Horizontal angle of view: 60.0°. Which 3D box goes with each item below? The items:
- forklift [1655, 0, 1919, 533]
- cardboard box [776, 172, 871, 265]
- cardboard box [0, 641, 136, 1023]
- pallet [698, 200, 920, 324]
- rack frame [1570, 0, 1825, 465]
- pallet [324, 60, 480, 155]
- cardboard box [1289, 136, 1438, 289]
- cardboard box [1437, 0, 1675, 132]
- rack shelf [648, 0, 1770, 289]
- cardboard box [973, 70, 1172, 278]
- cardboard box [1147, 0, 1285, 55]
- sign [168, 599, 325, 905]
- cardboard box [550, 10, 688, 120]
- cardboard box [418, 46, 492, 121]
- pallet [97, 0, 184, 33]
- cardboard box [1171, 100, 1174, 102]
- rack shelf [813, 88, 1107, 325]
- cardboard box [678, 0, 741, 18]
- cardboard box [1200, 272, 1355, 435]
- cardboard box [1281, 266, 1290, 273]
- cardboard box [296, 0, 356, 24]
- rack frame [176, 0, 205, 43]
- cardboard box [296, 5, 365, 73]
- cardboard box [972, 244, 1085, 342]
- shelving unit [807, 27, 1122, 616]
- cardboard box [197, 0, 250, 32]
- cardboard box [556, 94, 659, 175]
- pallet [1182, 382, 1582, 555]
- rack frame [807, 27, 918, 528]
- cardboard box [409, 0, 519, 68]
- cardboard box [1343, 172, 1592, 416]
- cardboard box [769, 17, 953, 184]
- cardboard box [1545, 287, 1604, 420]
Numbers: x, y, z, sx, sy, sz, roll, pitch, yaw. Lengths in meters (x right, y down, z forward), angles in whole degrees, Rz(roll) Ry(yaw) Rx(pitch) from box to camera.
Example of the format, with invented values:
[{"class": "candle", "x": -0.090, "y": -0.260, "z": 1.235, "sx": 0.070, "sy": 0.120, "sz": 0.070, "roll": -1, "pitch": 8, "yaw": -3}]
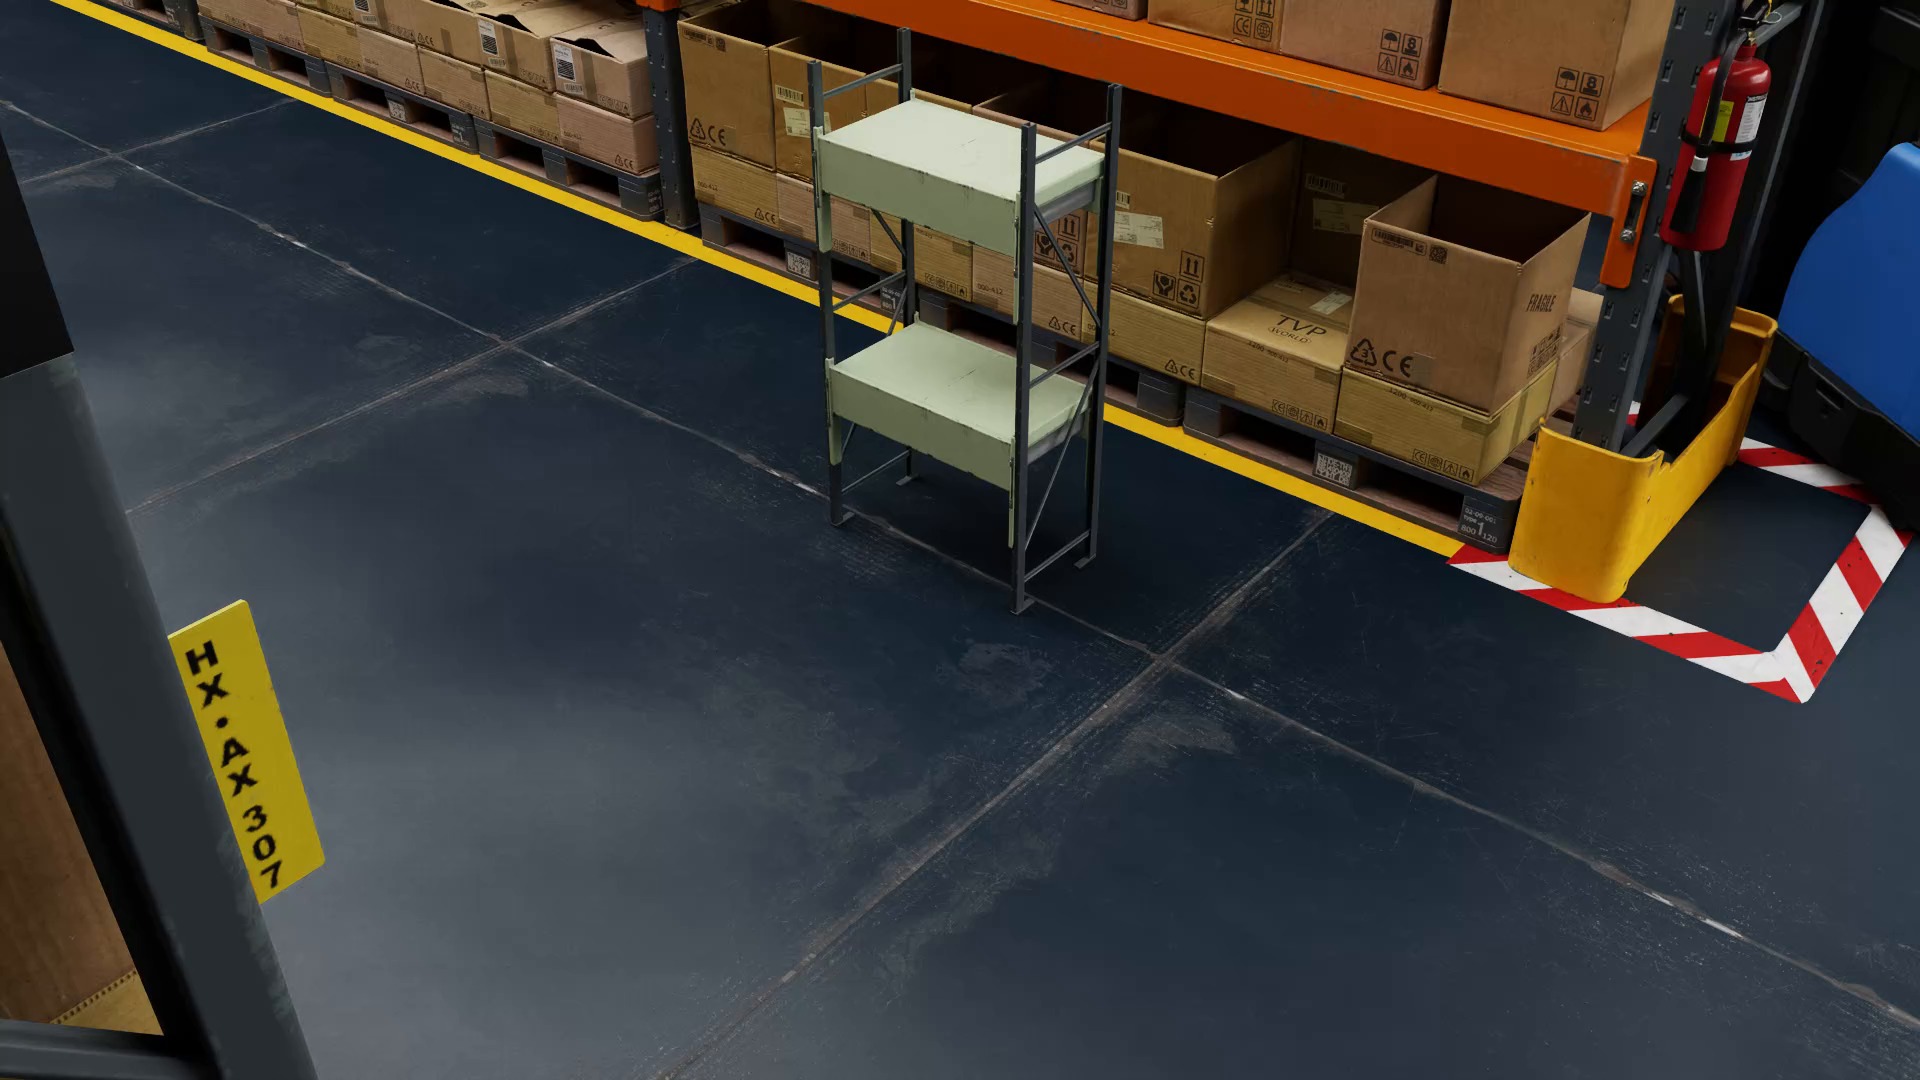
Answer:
[{"class": "forklift", "x": 3.270, "y": -1.997, "z": 5.569, "sx": 1.130, "sy": 2.935, "sz": 3.031, "roll": -5, "pitch": 35, "yaw": -8}, {"class": "cardboard box", "x": -0.376, "y": -1.361, "z": 6.640, "sx": 0.500, "sy": 0.250, "sz": 0.500, "roll": 25, "pitch": 42, "yaw": 32}, {"class": "cardboard box", "x": -1.186, "y": 0.242, "z": 1.701, "sx": 0.500, "sy": 0.500, "sz": 0.500, "roll": 25, "pitch": 42, "yaw": 32}, {"class": "pallet", "x": -0.335, "y": -1.349, "z": 7.027, "sx": 1.213, "sy": 0.211, "sz": 1.003, "roll": 25, "pitch": 42, "yaw": 32}, {"class": "rack frame", "x": 2.155, "y": -1.356, "z": 4.574, "sx": 0.127, "sy": 3.000, "sz": 1.000, "roll": 25, "pitch": 42, "yaw": 32}, {"class": "pallet", "x": -2.452, "y": -2.347, "z": 8.481, "sx": 1.213, "sy": 0.211, "sz": 1.003, "roll": 25, "pitch": 42, "yaw": 32}, {"class": "cardboard box", "x": 1.499, "y": -1.176, "z": 5.708, "sx": 0.500, "sy": 0.500, "sz": 0.500, "roll": 25, "pitch": 42, "yaw": 32}, {"class": "cardboard box", "x": 1.804, "y": -1.572, "z": 4.800, "sx": 0.500, "sy": 0.500, "sz": 0.700, "roll": 25, "pitch": 42, "yaw": 32}, {"class": "rack shelf", "x": 0.618, "y": -1.784, "z": 5.833, "sx": 4.000, "sy": 0.370, "sz": 1.077, "roll": 25, "pitch": 42, "yaw": 32}, {"class": "cardboard box", "x": 0.391, "y": -1.307, "z": 5.899, "sx": 0.500, "sy": 0.500, "sz": 0.500, "roll": 25, "pitch": 42, "yaw": 32}, {"class": "cardboard box", "x": 1.020, "y": -1.942, "z": 5.340, "sx": 0.500, "sy": 0.500, "sz": 0.700, "roll": 26, "pitch": 42, "yaw": 32}, {"class": "sign", "x": -0.665, "y": 0.208, "z": 1.533, "sx": 0.005, "sy": 0.325, "sz": 0.100, "roll": 25, "pitch": 42, "yaw": 32}, {"class": "cardboard box", "x": -1.414, "y": -2.097, "z": 7.217, "sx": 0.500, "sy": 0.311, "sz": 0.500, "roll": 25, "pitch": 42, "yaw": 32}, {"class": "cardboard box", "x": -2.205, "y": -2.237, "z": 7.916, "sx": 0.500, "sy": 0.250, "sz": 0.500, "roll": 26, "pitch": 42, "yaw": 33}, {"class": "pallet", "x": -4.543, "y": -3.391, "z": 10.001, "sx": 1.213, "sy": 0.211, "sz": 1.003, "roll": 25, "pitch": 42, "yaw": 32}, {"class": "cardboard box", "x": 0.734, "y": -1.540, "z": 6.238, "sx": 0.500, "sy": 0.500, "sz": 0.500, "roll": 25, "pitch": 42, "yaw": 32}, {"class": "rack shelf", "x": 0.005, "y": -0.938, "z": 4.601, "sx": 0.720, "sy": 0.370, "sz": 0.431, "roll": 25, "pitch": 42, "yaw": 32}, {"class": "cardboard box", "x": -1.078, "y": -2.333, "z": 7.561, "sx": 0.500, "sy": 0.311, "sz": 0.500, "roll": 25, "pitch": 42, "yaw": 32}, {"class": "cardboard box", "x": 1.162, "y": -0.637, "z": 5.586, "sx": 0.500, "sy": 0.250, "sz": 0.500, "roll": 25, "pitch": 42, "yaw": 32}, {"class": "cardboard box", "x": 1.114, "y": -1.047, "z": 6.183, "sx": 0.500, "sy": 0.250, "sz": 0.500, "roll": 25, "pitch": 42, "yaw": 32}, {"class": "cardboard box", "x": -2.979, "y": -2.834, "z": 8.290, "sx": 0.500, "sy": 0.311, "sz": 0.500, "roll": 24, "pitch": 41, "yaw": 31}, {"class": "rack frame", "x": -3.993, "y": -4.253, "z": 8.794, "sx": 0.127, "sy": 3.000, "sz": 1.000, "roll": 25, "pitch": 42, "yaw": 32}, {"class": "cardboard box", "x": -2.989, "y": -2.608, "z": 8.456, "sx": 0.500, "sy": 0.250, "sz": 0.500, "roll": 24, "pitch": 41, "yaw": 31}, {"class": "cardboard box", "x": 0.393, "y": -0.999, "z": 6.113, "sx": 0.500, "sy": 0.250, "sz": 0.500, "roll": 25, "pitch": 42, "yaw": 32}, {"class": "shelving unit", "x": 0.005, "y": -0.616, "z": 4.822, "sx": 0.755, "sy": 1.500, "sz": 0.431, "roll": 25, "pitch": 42, "yaw": 32}, {"class": "cardboard box", "x": -3.779, "y": -2.976, "z": 8.991, "sx": 0.500, "sy": 0.250, "sz": 0.500, "roll": 25, "pitch": 42, "yaw": 32}, {"class": "cardboard box", "x": -1.423, "y": -1.868, "z": 7.379, "sx": 0.500, "sy": 0.250, "sz": 0.500, "roll": 25, "pitch": 42, "yaw": 31}, {"class": "pallet", "x": 1.540, "y": -0.465, "z": 5.741, "sx": 1.213, "sy": 0.211, "sz": 1.003, "roll": 25, "pitch": 42, "yaw": 32}, {"class": "rack frame", "x": -0.276, "y": -0.748, "z": 5.015, "sx": 0.023, "sy": 1.500, "sz": 0.400, "roll": 25, "pitch": 42, "yaw": 32}, {"class": "cardboard box", "x": -2.200, "y": -2.465, "z": 7.752, "sx": 0.500, "sy": 0.311, "sz": 0.500, "roll": 25, "pitch": 42, "yaw": 32}, {"class": "cardboard box", "x": 1.552, "y": -0.769, "z": 5.116, "sx": 0.500, "sy": 0.500, "sz": 0.500, "roll": 25, "pitch": 42, "yaw": 32}, {"class": "cardboard box", "x": -0.374, "y": -1.671, "z": 6.430, "sx": 0.500, "sy": 0.500, "sz": 0.500, "roll": 25, "pitch": 42, "yaw": 32}, {"class": "cardboard box", "x": 1.885, "y": -0.686, "z": 5.658, "sx": 0.500, "sy": 0.250, "sz": 0.500, "roll": 25, "pitch": 42, "yaw": 32}]
